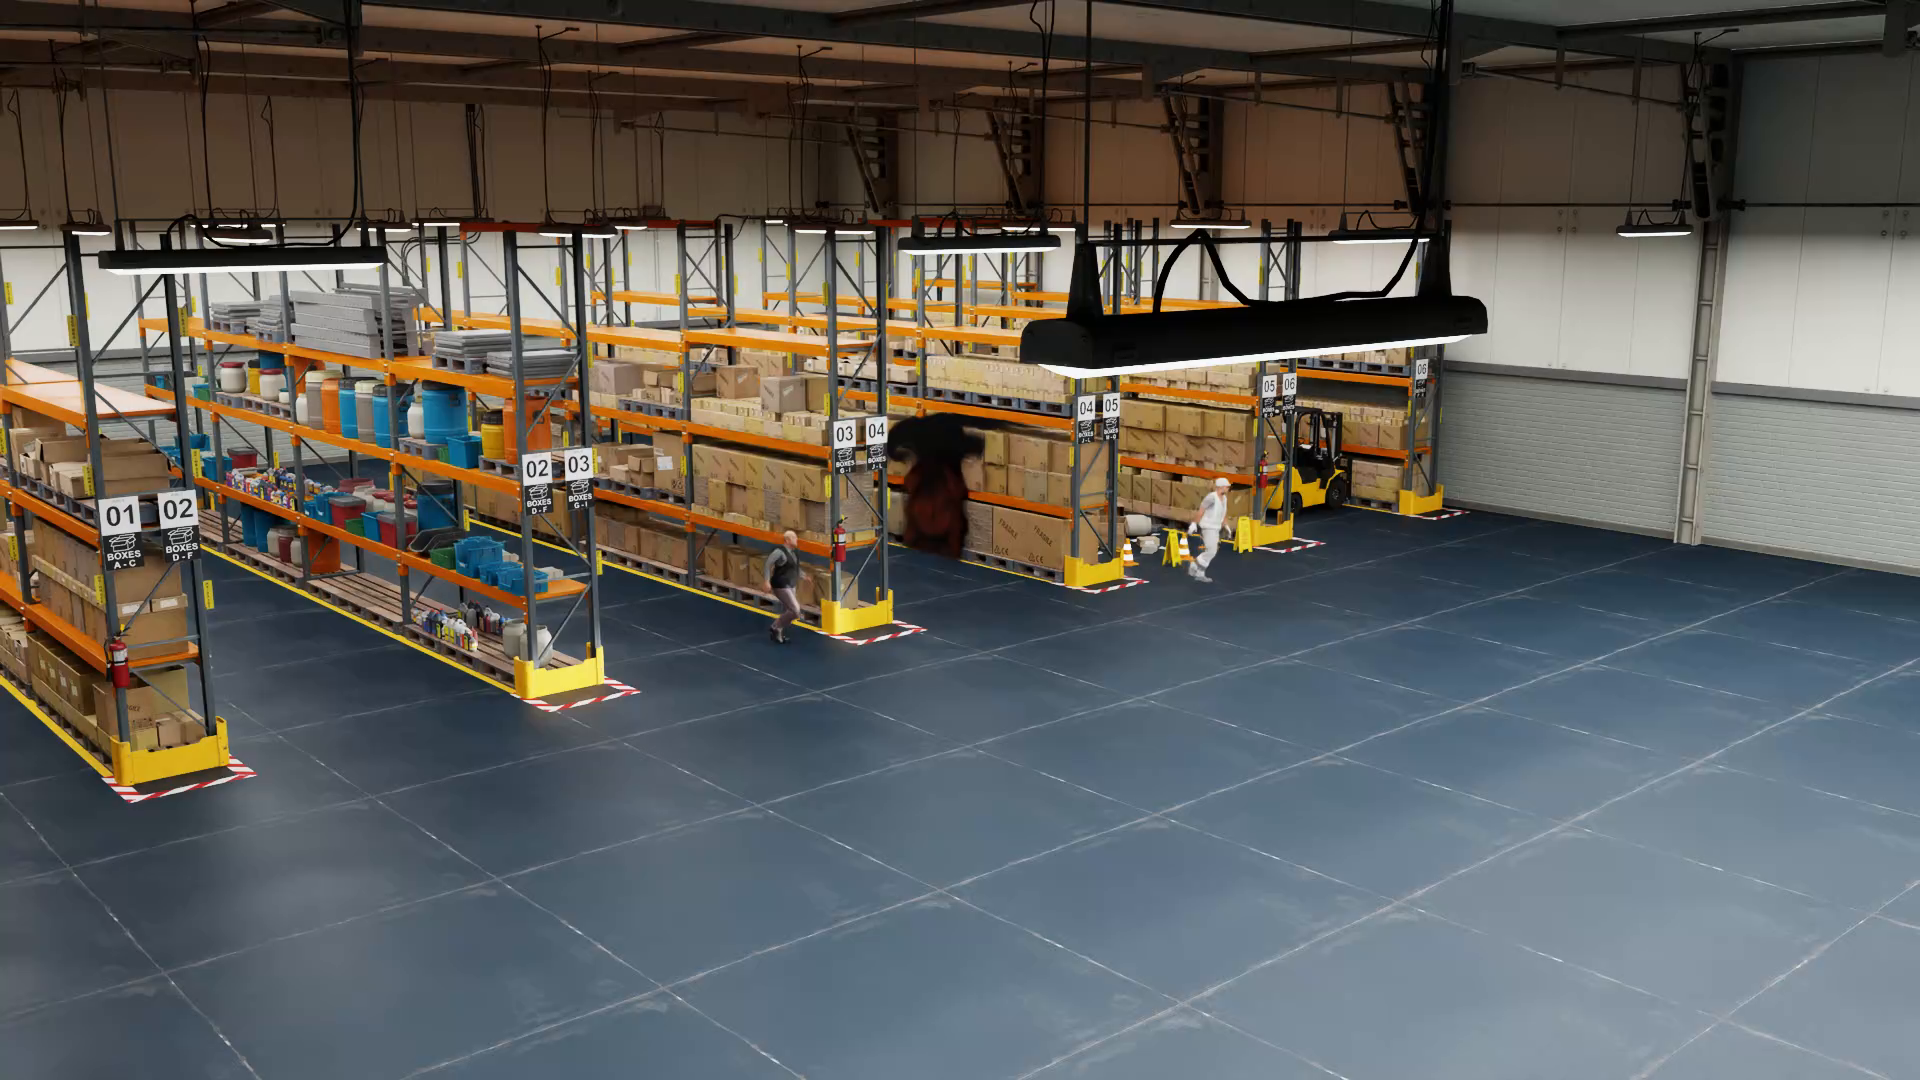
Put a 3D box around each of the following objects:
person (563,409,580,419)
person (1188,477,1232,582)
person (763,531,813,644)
[{"bbox_3d":[-9.376,-2.588,40.320,0.718,1.815,0.928,5,12,22],"label":"person"},{"bbox_3d":[4.124,-0.169,27.410,0.621,1.750,0.692,8,14,33],"label":"person"},{"bbox_3d":[-2.514,0.685,24.276,0.656,1.655,0.650,5,12,23],"label":"person"}]
